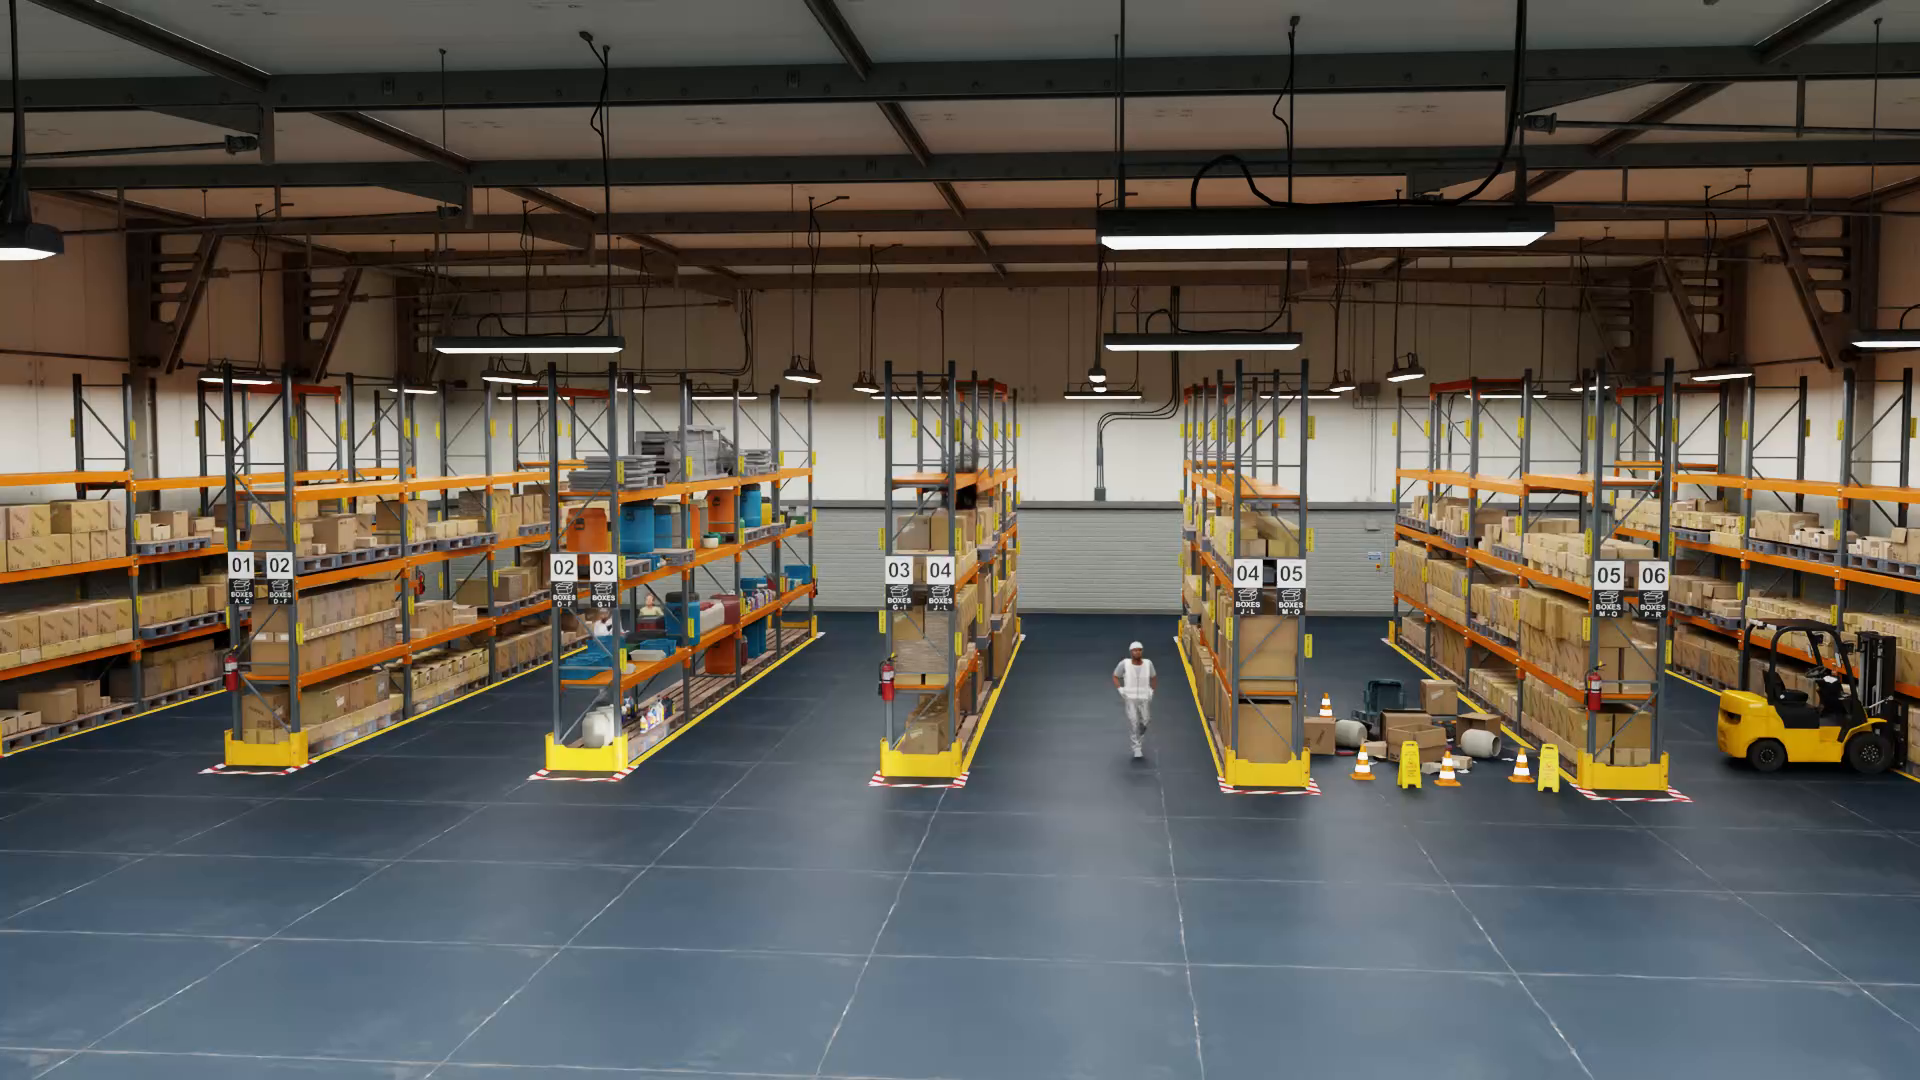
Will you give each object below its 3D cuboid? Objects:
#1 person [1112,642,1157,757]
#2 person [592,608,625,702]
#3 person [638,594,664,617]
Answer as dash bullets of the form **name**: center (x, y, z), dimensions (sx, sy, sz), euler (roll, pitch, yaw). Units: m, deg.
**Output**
- **person**: center (2.697, 2.434, 25.628), dimensions (0.691, 1.749, 0.684), euler (0, 4, -5)
- **person**: center (-6.534, 2.089, 30.920), dimensions (0.657, 1.779, 0.773), euler (1, 4, 13)
- **person**: center (-6.421, 1.929, 34.371), dimensions (0.564, 1.620, 0.512), euler (0, 4, 5)
